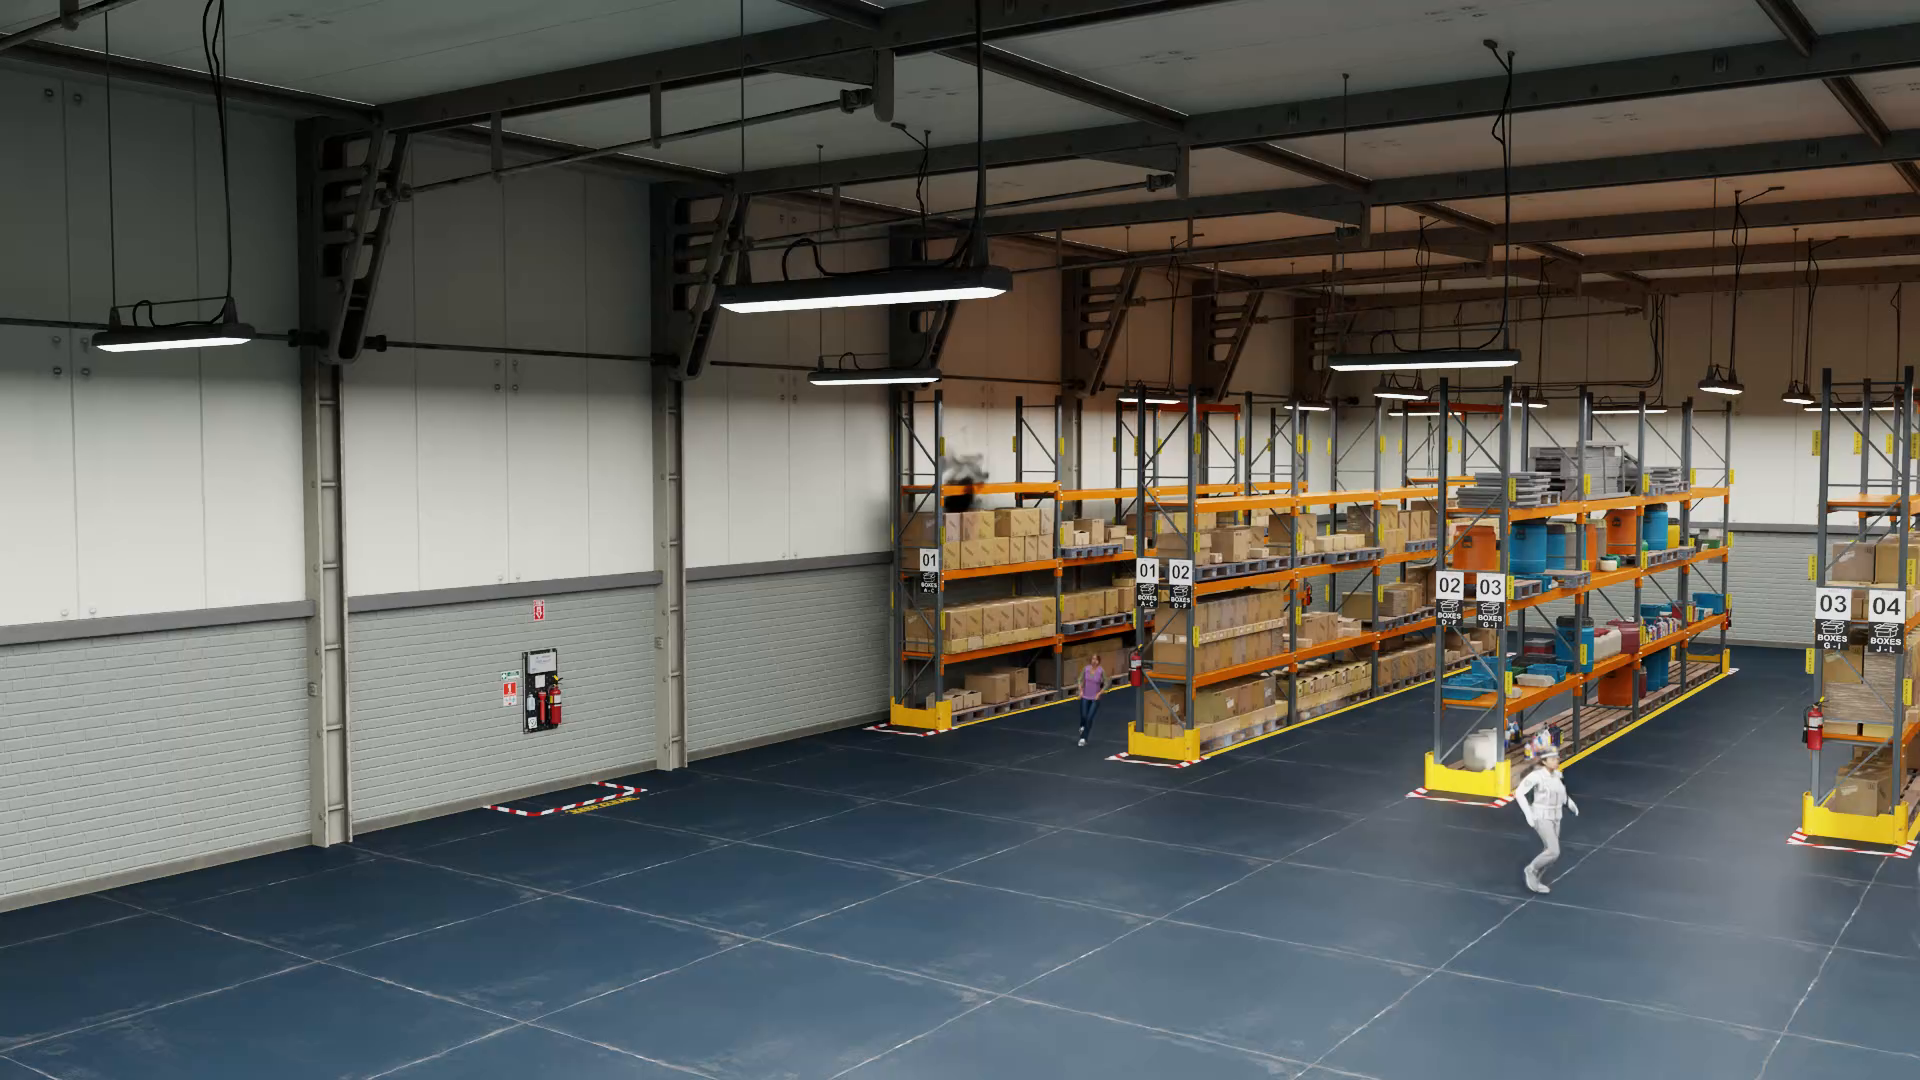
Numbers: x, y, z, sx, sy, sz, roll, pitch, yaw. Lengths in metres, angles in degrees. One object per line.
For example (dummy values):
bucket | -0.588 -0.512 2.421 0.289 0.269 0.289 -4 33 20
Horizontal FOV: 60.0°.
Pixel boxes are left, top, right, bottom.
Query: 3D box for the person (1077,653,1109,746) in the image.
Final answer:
person | 2.231 2.669 27.935 0.539 1.561 0.525 1 3 9

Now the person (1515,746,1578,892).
person | 6.588 3.121 18.559 0.623 1.662 0.567 -2 4 -31
